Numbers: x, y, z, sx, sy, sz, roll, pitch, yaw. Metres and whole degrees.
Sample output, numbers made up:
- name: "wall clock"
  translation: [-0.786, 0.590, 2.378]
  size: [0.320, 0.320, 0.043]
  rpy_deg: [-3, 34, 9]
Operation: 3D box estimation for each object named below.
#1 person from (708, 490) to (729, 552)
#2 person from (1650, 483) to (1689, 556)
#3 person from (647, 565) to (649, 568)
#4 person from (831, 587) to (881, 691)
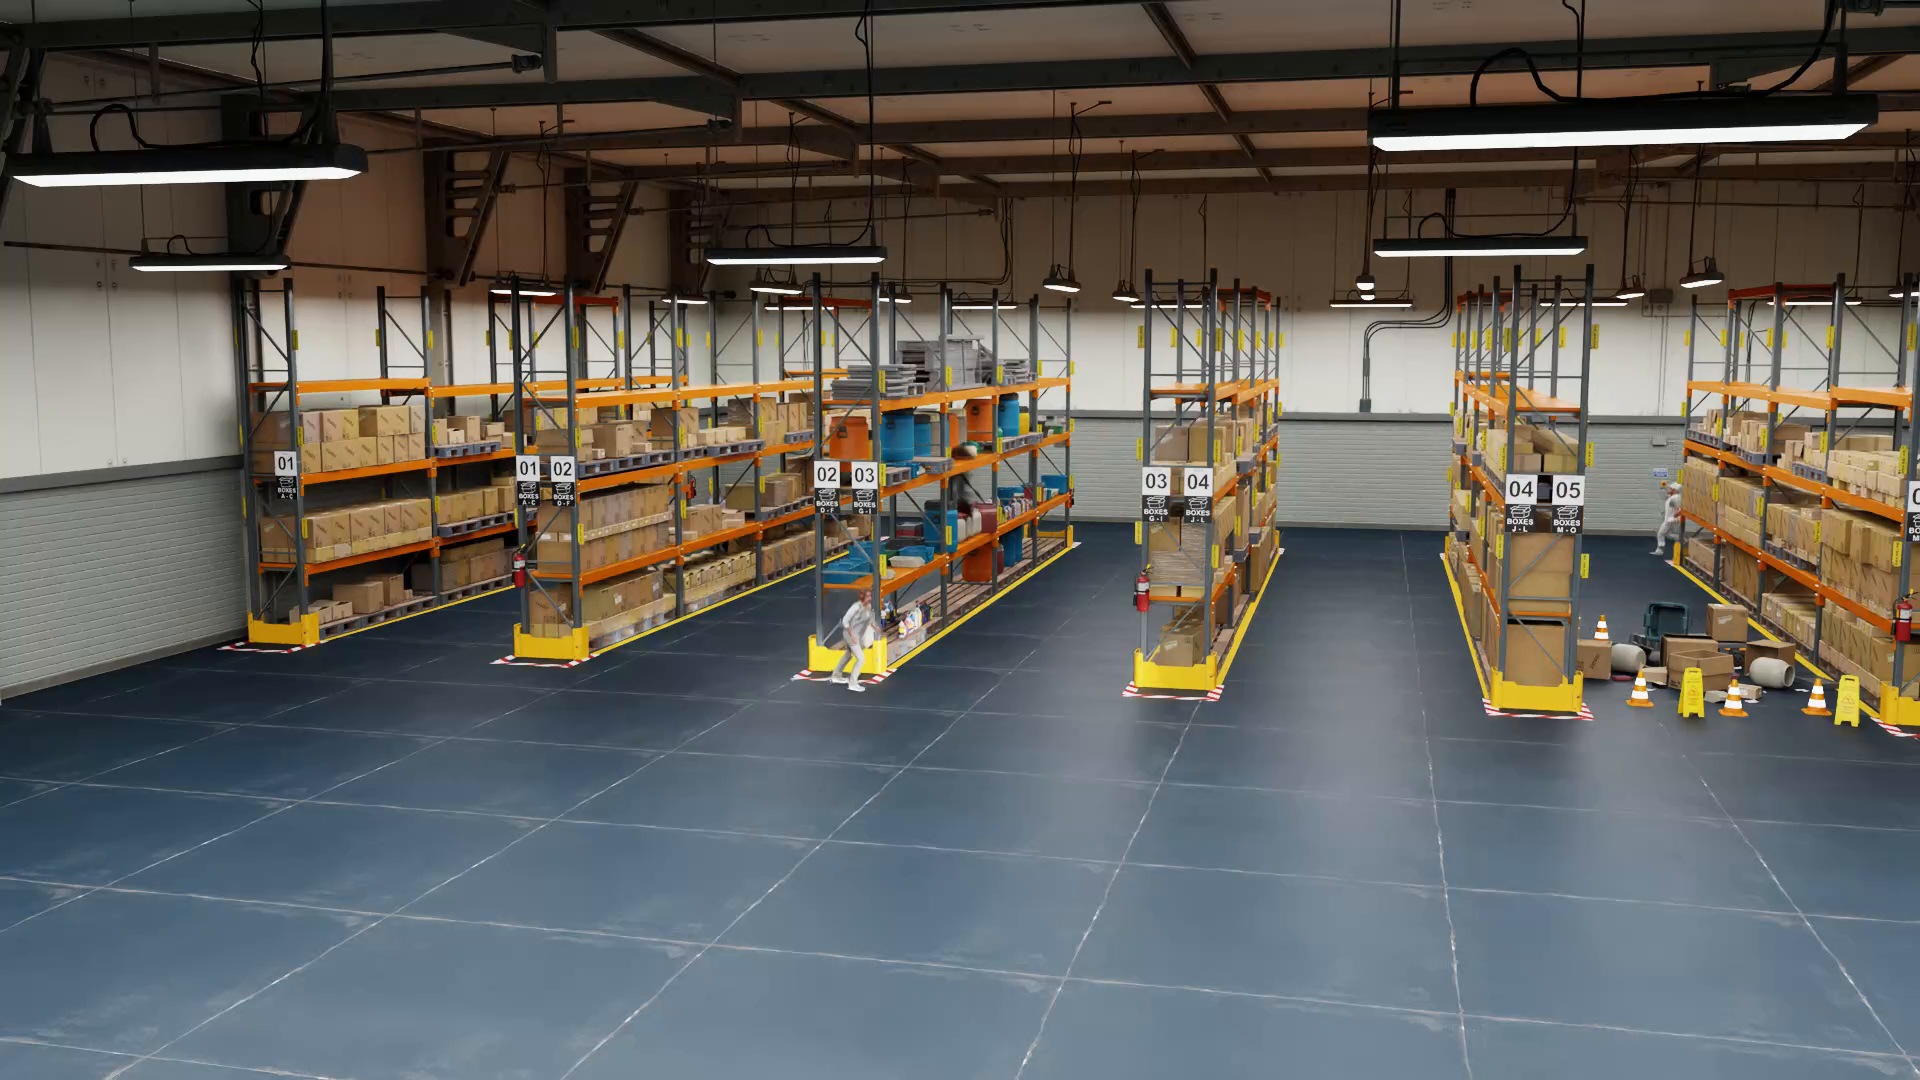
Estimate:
- name: "person"
  translation: [-5.530, -0.346, 37.918]
  size: [0.626, 1.715, 0.761]
  rpy_deg: [2, 7, 15]
- name: "person"
  translation: [16.433, -0.464, 38.410]
  size: [0.859, 1.734, 0.711]
  rpy_deg: [3, 7, 23]
- name: "person"
  translation: [-6.684, -0.012, 34.487]
  size: [0.671, 1.794, 0.711]
  rpy_deg: [0, 7, 1]
- name: "person"
  translation: [-1.510, 1.405, 23.881]
  size: [0.809, 1.520, 0.587]
  rpy_deg: [2, 7, 18]
